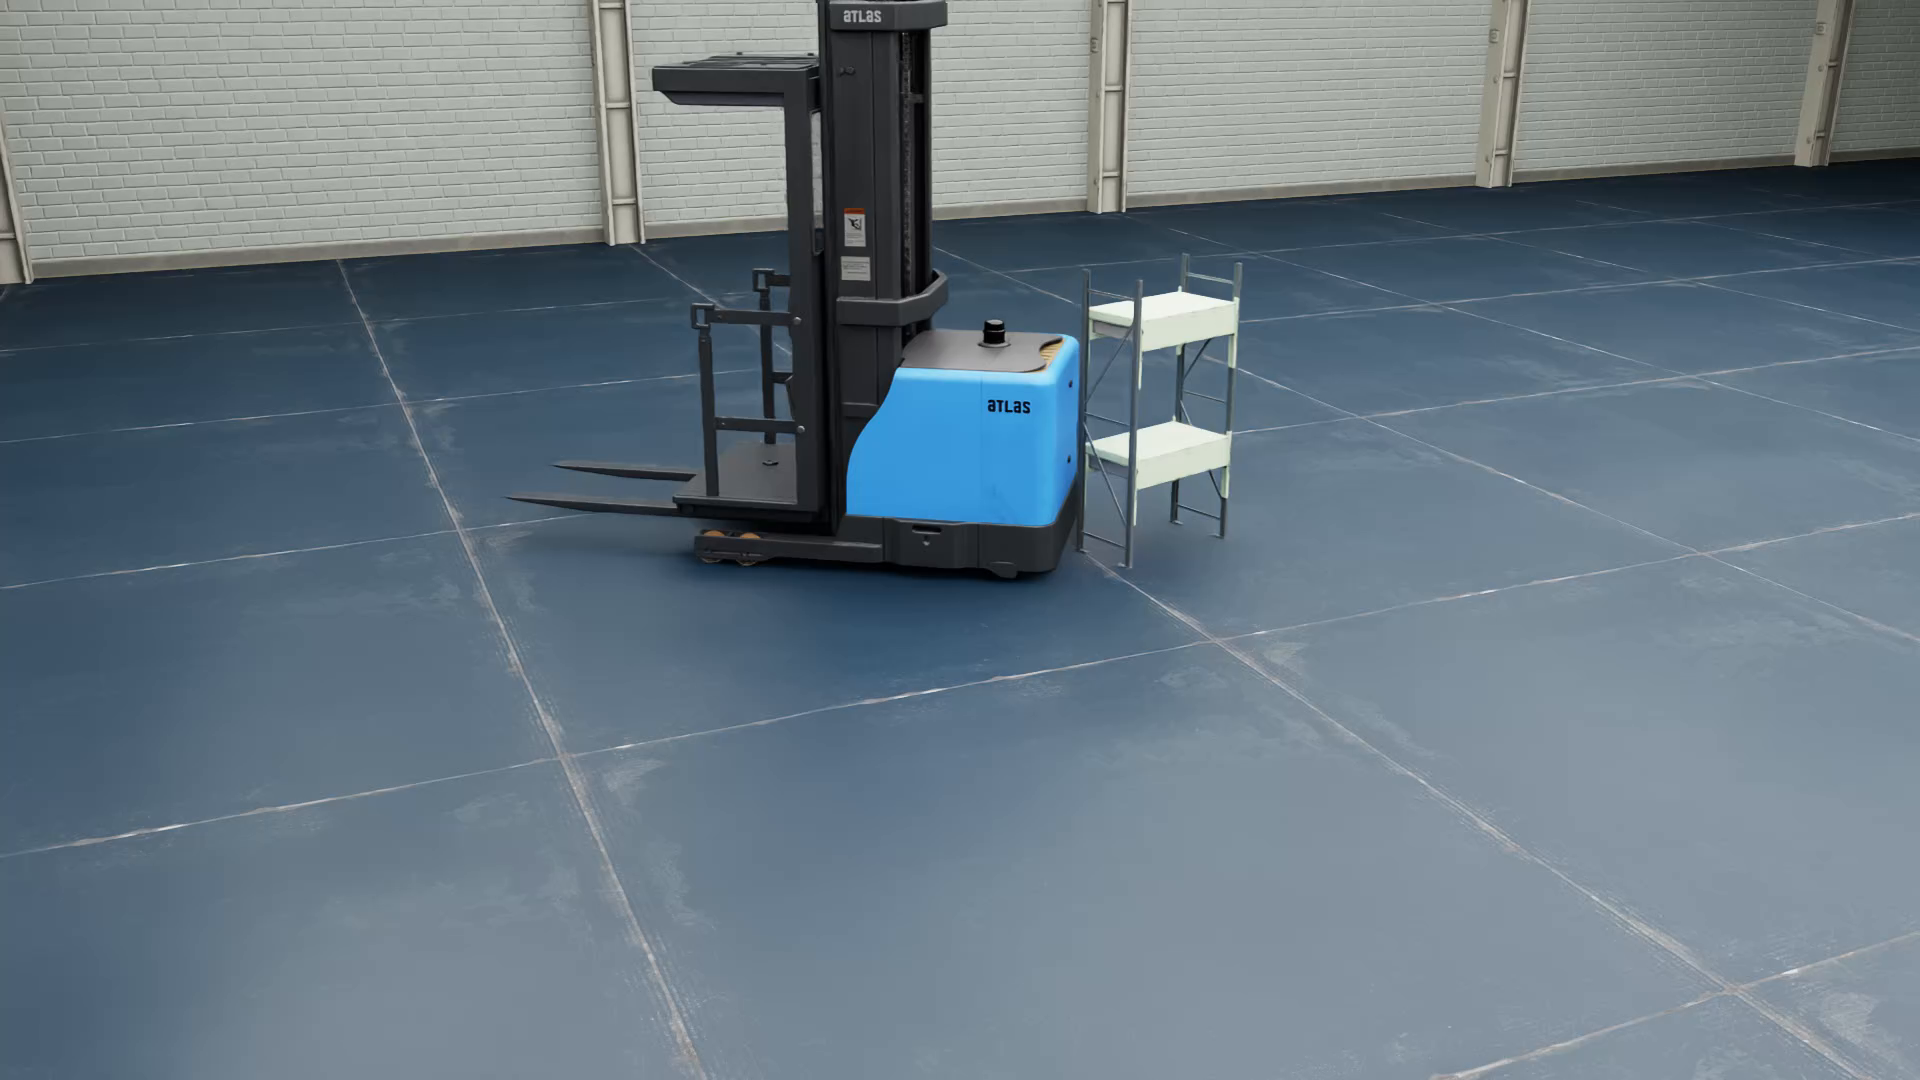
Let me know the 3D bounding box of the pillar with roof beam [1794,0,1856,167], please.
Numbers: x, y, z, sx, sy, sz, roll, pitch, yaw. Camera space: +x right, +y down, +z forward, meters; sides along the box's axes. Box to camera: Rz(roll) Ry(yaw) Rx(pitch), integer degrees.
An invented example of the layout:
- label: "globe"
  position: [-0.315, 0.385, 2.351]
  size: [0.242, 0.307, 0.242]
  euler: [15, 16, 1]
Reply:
- label: "pillar with roof beam"
  position: [14.532, -8.588, 19.864]
  size: [0.400, 9.000, 9.100]
  euler: [-8, 21, -22]

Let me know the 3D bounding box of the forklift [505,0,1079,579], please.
- label: "forklift"
  position: [-0.919, -1.416, 8.629]
  size: [3.031, 2.935, 1.130]
  euler: [4, 20, 11]

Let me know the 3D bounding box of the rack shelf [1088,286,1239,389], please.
- label: "rack shelf"
  position: [1.034, -1.052, 8.578]
  size: [0.720, 0.370, 0.431]
  euler: [-16, 25, -37]

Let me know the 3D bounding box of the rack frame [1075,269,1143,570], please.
- label: "rack frame"
  position: [0.753, -0.606, 8.485]
  size: [0.023, 1.500, 0.400]
  euler: [-16, 25, -37]

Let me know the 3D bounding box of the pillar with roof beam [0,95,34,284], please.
- label: "pillar with roof beam"
  position: [-7.505, -5.431, 10.897]
  size: [0.400, 9.000, 9.100]
  euler: [-8, 21, -22]

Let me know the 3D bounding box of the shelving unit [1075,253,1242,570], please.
- label: "shelving unit"
  position: [1.034, -0.684, 8.707]
  size: [0.755, 1.500, 0.431]
  euler: [-16, 25, -37]

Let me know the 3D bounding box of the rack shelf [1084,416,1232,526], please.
- label: "rack shelf"
  position: [1.034, -0.377, 8.815]
  size: [0.720, 0.370, 0.431]
  euler: [-16, 25, -37]

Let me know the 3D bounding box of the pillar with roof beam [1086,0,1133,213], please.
- label: "pillar with roof beam"
  position: [3.513, -7.010, 15.381]
  size: [0.400, 9.000, 9.100]
  euler: [-8, 21, -22]

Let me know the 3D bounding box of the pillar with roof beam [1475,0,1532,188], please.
- label: "pillar with roof beam"
  position: [9.023, -7.799, 17.622]
  size: [0.400, 9.000, 9.100]
  euler: [-8, 21, -22]

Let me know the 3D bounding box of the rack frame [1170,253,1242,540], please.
- label: "rack frame"
  position: [1.314, -0.763, 8.929]
  size: [0.023, 1.500, 0.400]
  euler: [-16, 25, -37]

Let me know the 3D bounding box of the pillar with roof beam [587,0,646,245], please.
- label: "pillar with roof beam"
  position: [-1.996, -6.220, 13.139]
  size: [0.400, 9.000, 9.100]
  euler: [-8, 21, -22]
